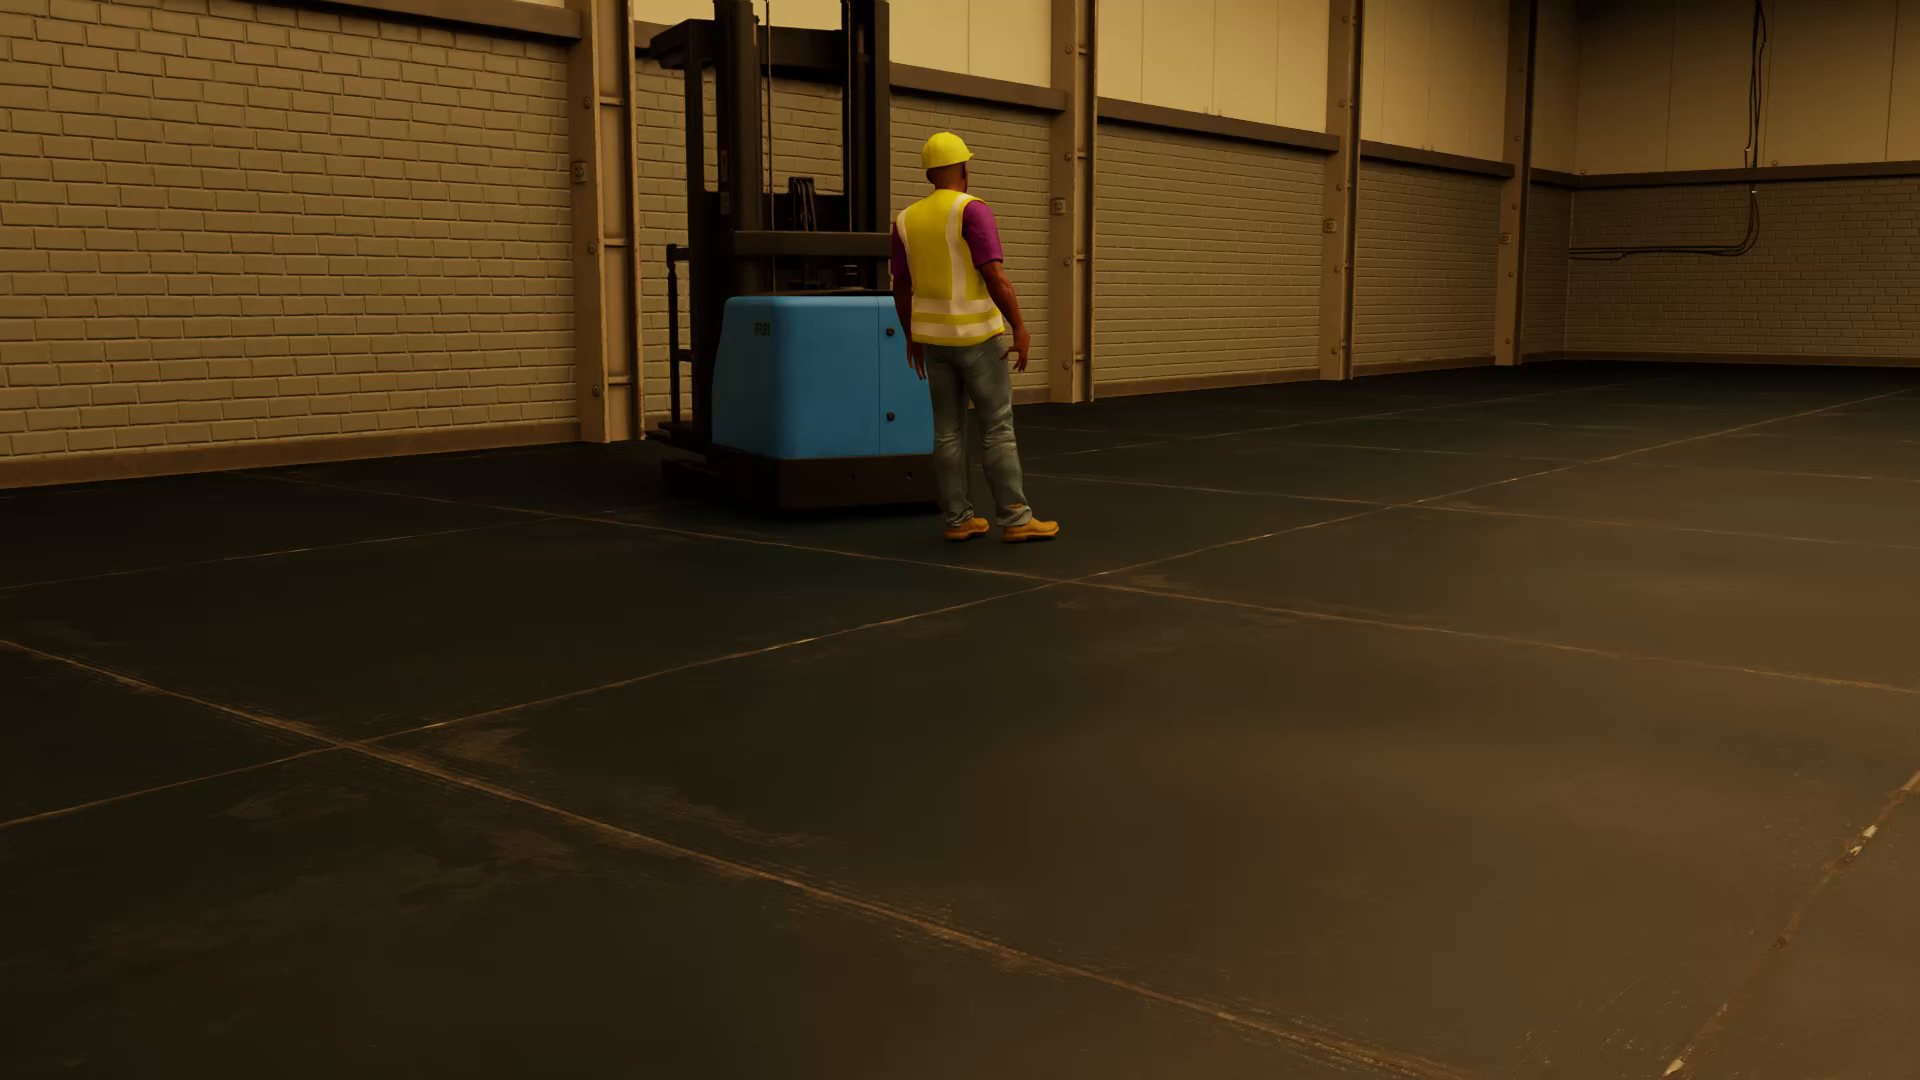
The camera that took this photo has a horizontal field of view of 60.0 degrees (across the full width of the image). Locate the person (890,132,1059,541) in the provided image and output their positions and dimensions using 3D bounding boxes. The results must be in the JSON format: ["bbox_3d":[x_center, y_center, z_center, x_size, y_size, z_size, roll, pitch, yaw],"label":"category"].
[{"bbox_3d":[0.049,-0.888,7.326,0.665,1.766,0.576,7,11,38],"label":"person"}]

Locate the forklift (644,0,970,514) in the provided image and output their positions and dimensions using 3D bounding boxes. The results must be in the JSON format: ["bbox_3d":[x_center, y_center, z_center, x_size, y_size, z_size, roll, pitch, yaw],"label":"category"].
[{"bbox_3d":[-1.047,-1.749,9.237,1.130,2.935,3.031,-4,9,-26],"label":"forklift"}]
